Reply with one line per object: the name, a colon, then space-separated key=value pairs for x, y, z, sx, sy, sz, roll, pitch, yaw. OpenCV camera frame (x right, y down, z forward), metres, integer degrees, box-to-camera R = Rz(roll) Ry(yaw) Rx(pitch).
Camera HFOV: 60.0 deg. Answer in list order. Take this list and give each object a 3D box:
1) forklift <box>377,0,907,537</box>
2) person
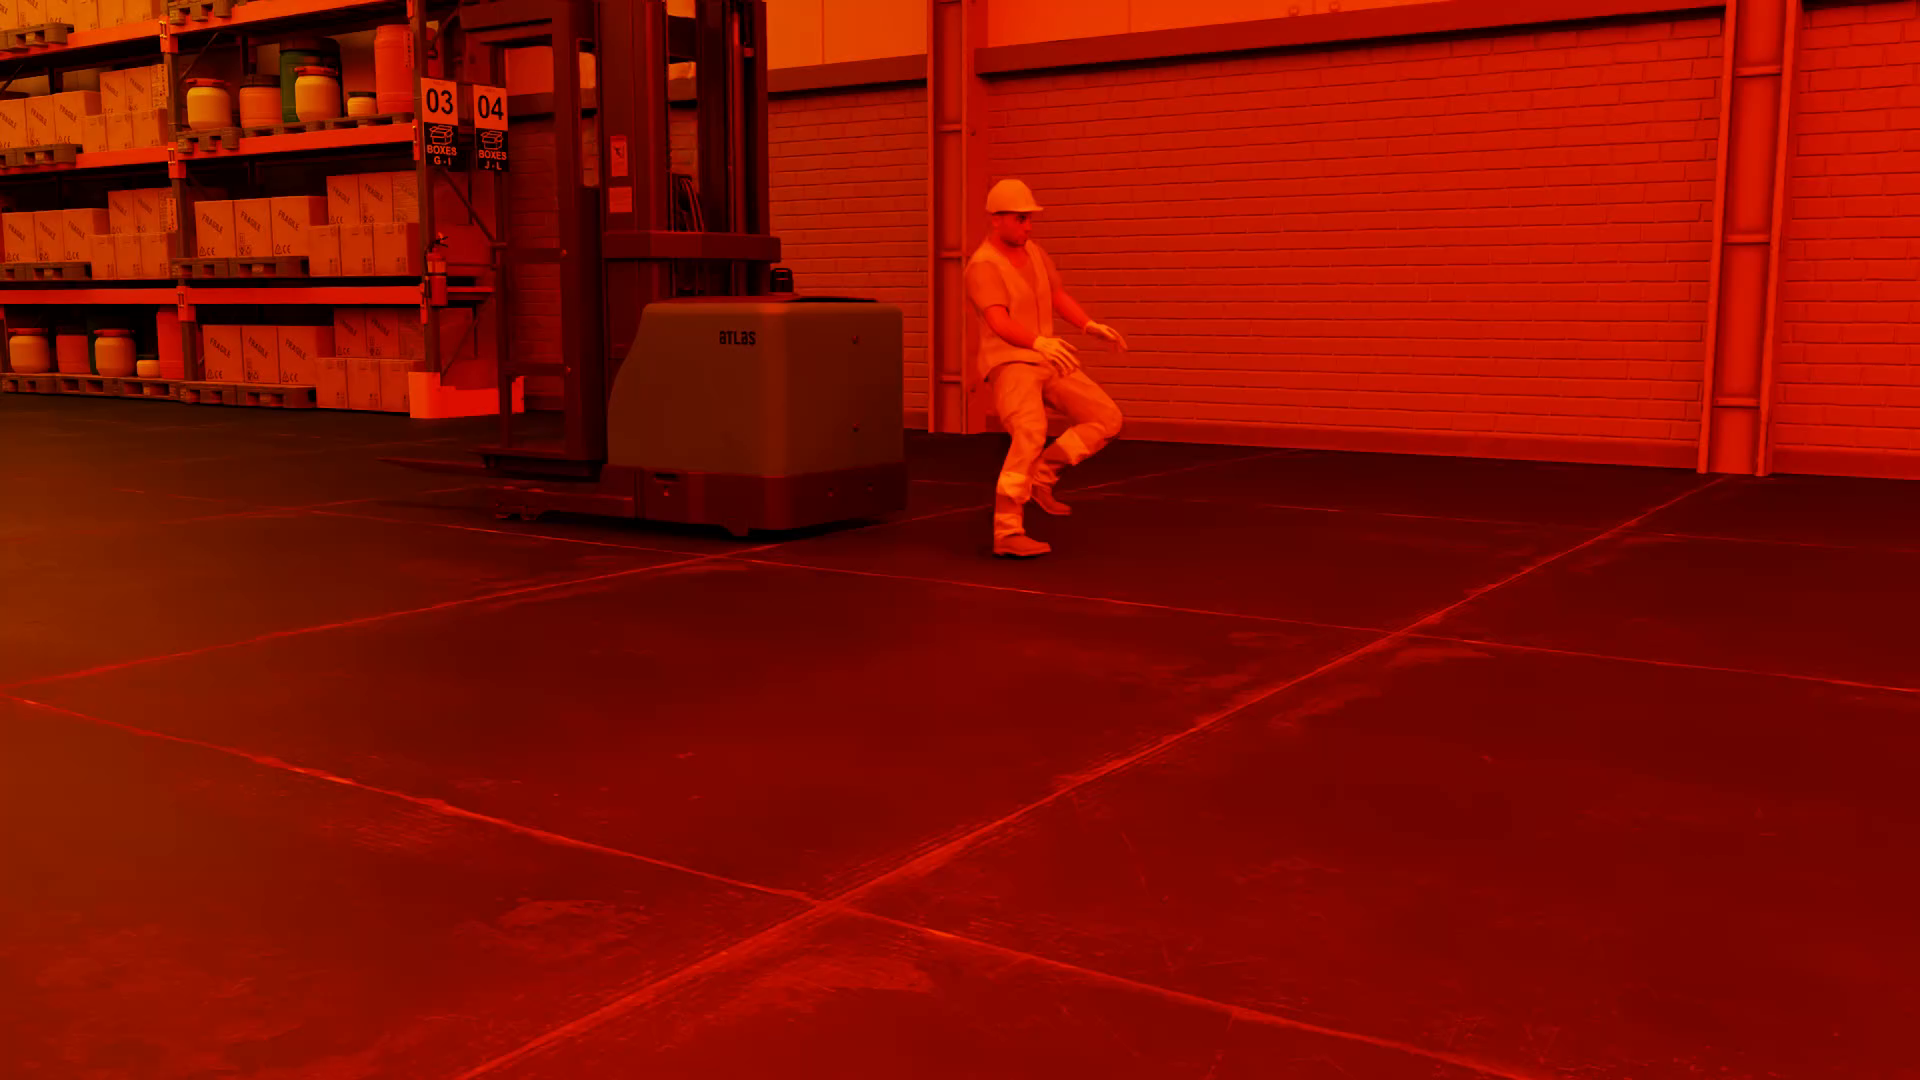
forklift: x=-1.770 y=-1.597 z=8.424 sx=3.031 sy=2.935 sz=1.130 roll=5 pitch=10 yaw=33
person: x=0.374 y=-0.771 z=7.332 sx=0.733 sy=1.613 sz=0.846 roll=7 pitch=11 yaw=40
